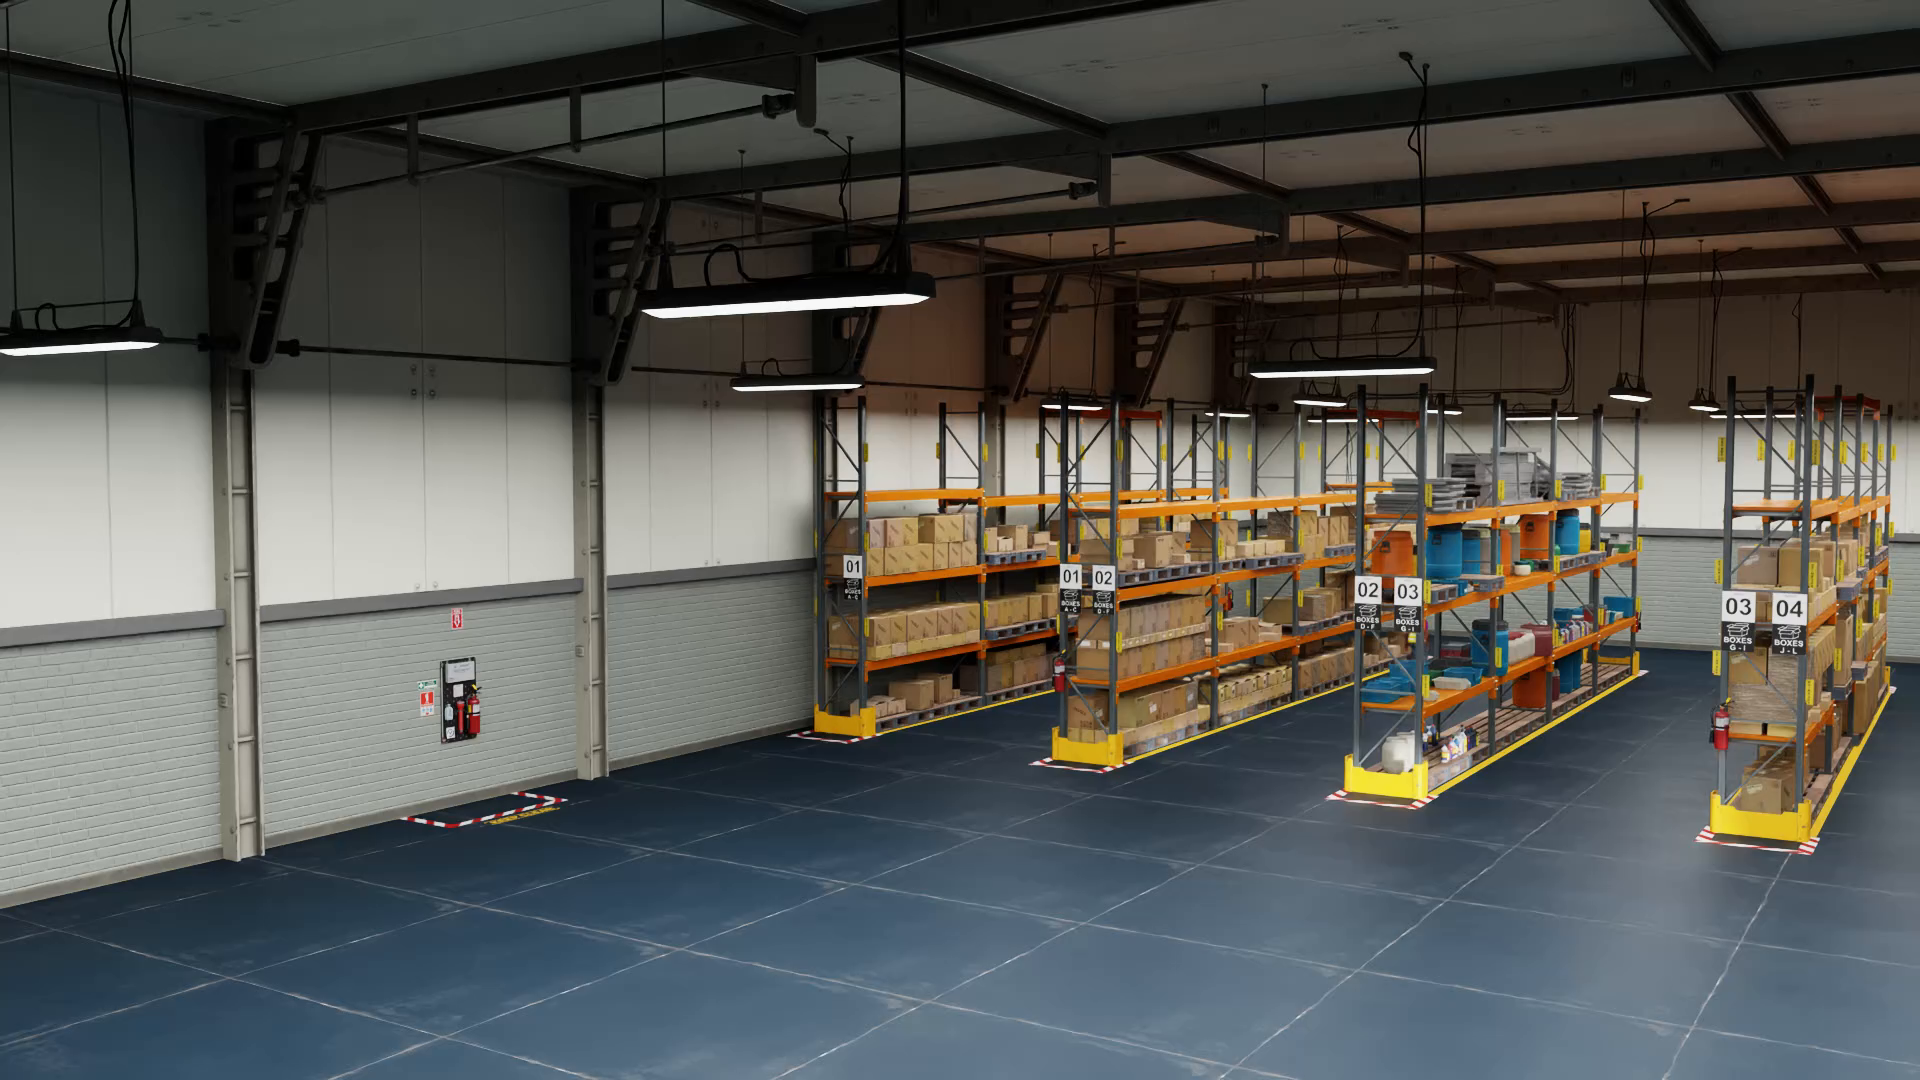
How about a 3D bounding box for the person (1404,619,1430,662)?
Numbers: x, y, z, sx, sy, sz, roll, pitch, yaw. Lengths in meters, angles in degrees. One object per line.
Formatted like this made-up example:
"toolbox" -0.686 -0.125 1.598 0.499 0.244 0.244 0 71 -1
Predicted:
"person" 9.886 2.233 36.013 0.512 1.766 0.607 -2 4 -35
